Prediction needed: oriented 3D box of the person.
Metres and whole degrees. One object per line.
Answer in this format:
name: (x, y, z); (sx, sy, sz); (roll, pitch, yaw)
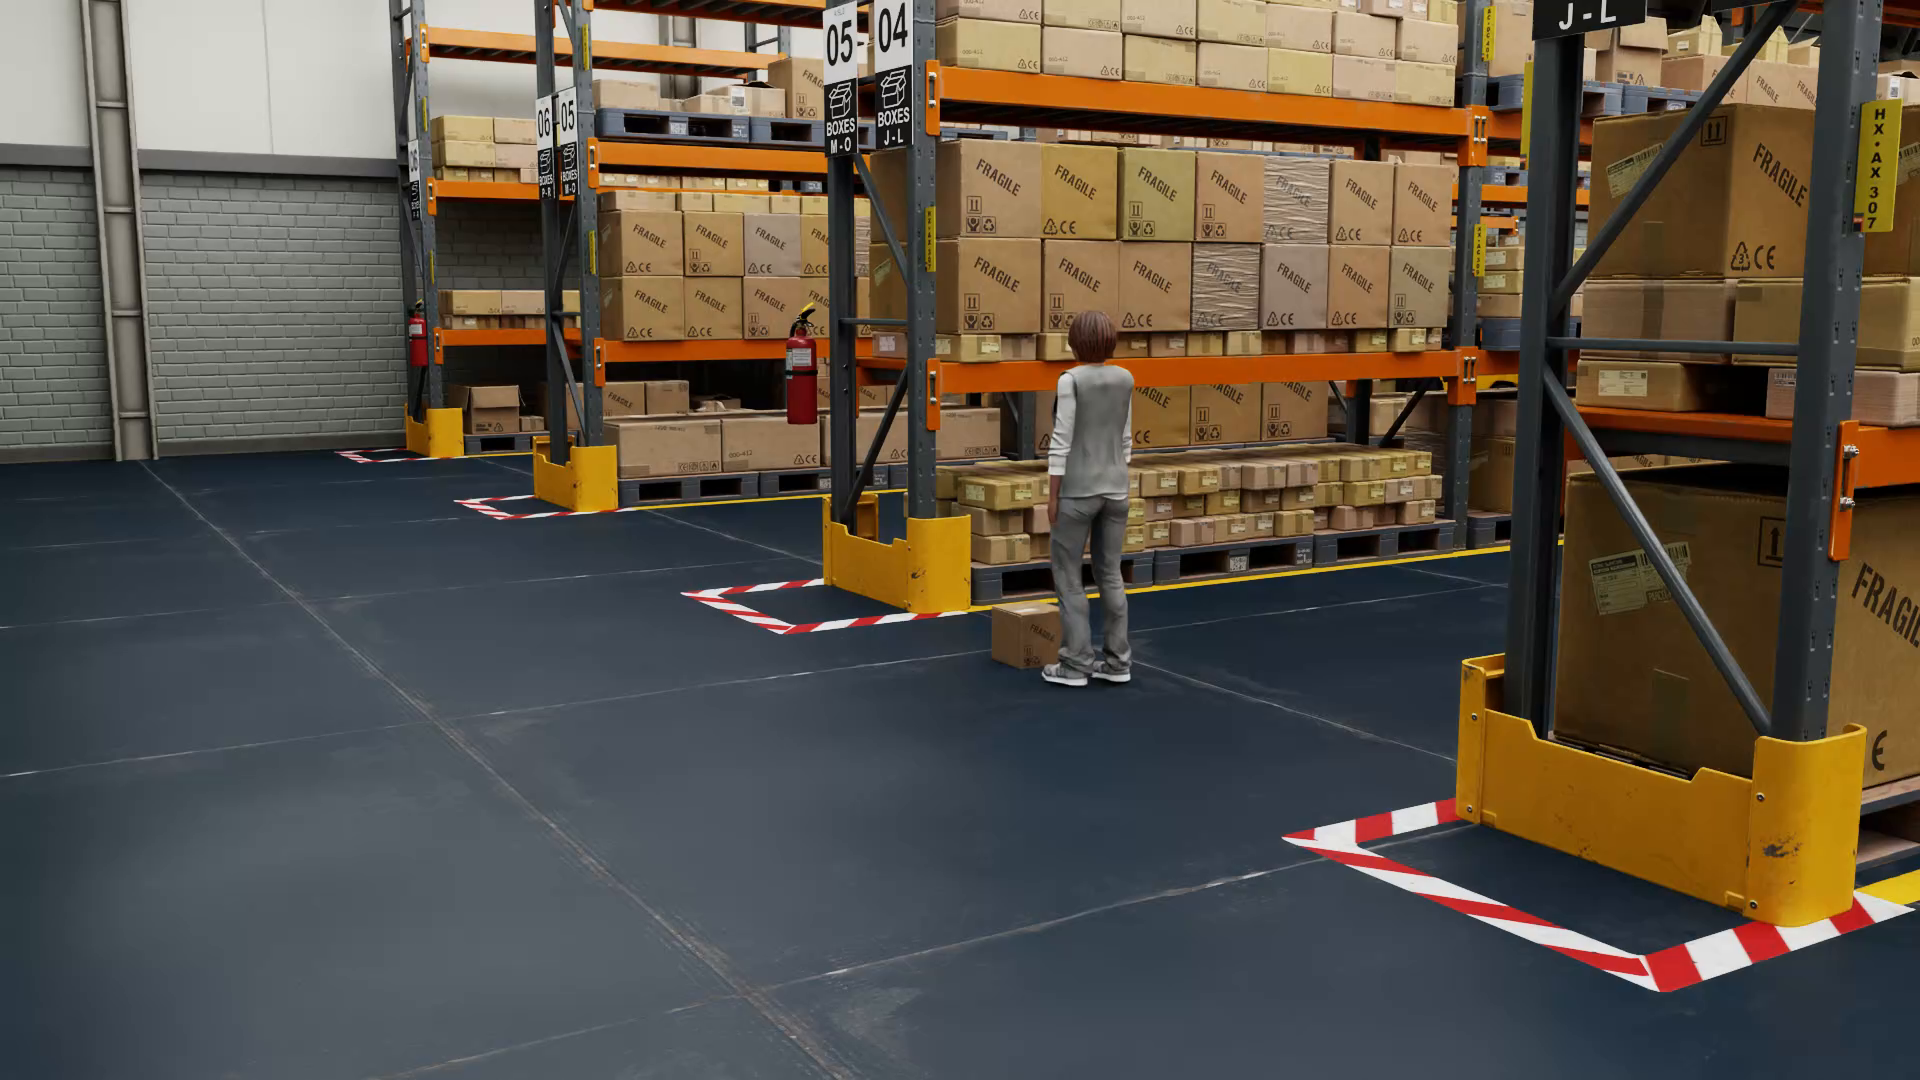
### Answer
person: (0.543, -0.174, 7.059); (0.408, 1.597, 0.325); (-5, 10, -30)
